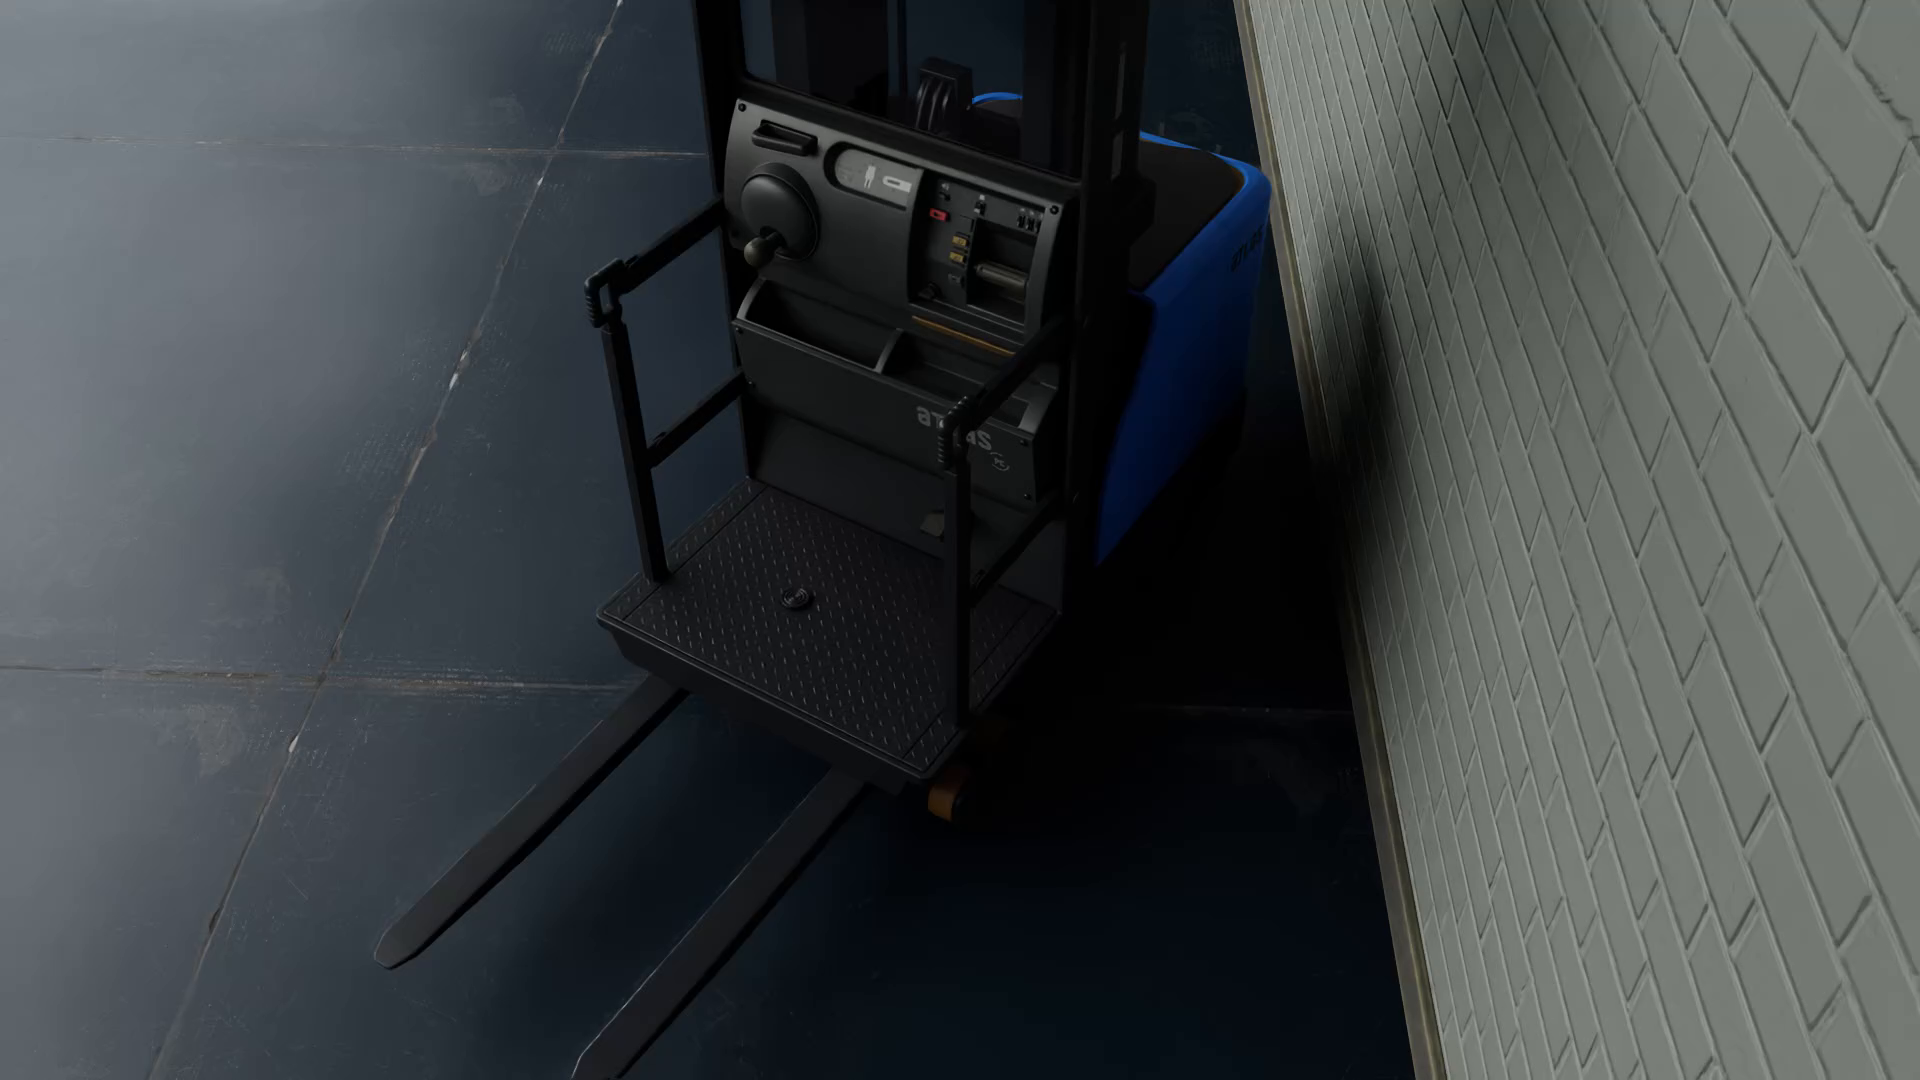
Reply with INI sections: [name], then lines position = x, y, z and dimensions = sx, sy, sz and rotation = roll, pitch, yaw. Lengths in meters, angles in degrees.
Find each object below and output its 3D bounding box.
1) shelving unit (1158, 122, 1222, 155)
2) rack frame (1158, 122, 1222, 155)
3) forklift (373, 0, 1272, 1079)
[shelving unit]
position = 0.647, -0.906, 5.551
dimensions = 0.258, 0.900, 0.210
rotation = 31, 46, 29
[rack frame]
position = 0.714, -0.951, 5.613
dimensions = 0.240, 0.900, 0.006
rotation = 31, 46, 29
[forklift]
position = -0.285, -0.688, 3.838
dimensions = 1.130, 2.935, 3.031
rotation = 23, 48, 23
